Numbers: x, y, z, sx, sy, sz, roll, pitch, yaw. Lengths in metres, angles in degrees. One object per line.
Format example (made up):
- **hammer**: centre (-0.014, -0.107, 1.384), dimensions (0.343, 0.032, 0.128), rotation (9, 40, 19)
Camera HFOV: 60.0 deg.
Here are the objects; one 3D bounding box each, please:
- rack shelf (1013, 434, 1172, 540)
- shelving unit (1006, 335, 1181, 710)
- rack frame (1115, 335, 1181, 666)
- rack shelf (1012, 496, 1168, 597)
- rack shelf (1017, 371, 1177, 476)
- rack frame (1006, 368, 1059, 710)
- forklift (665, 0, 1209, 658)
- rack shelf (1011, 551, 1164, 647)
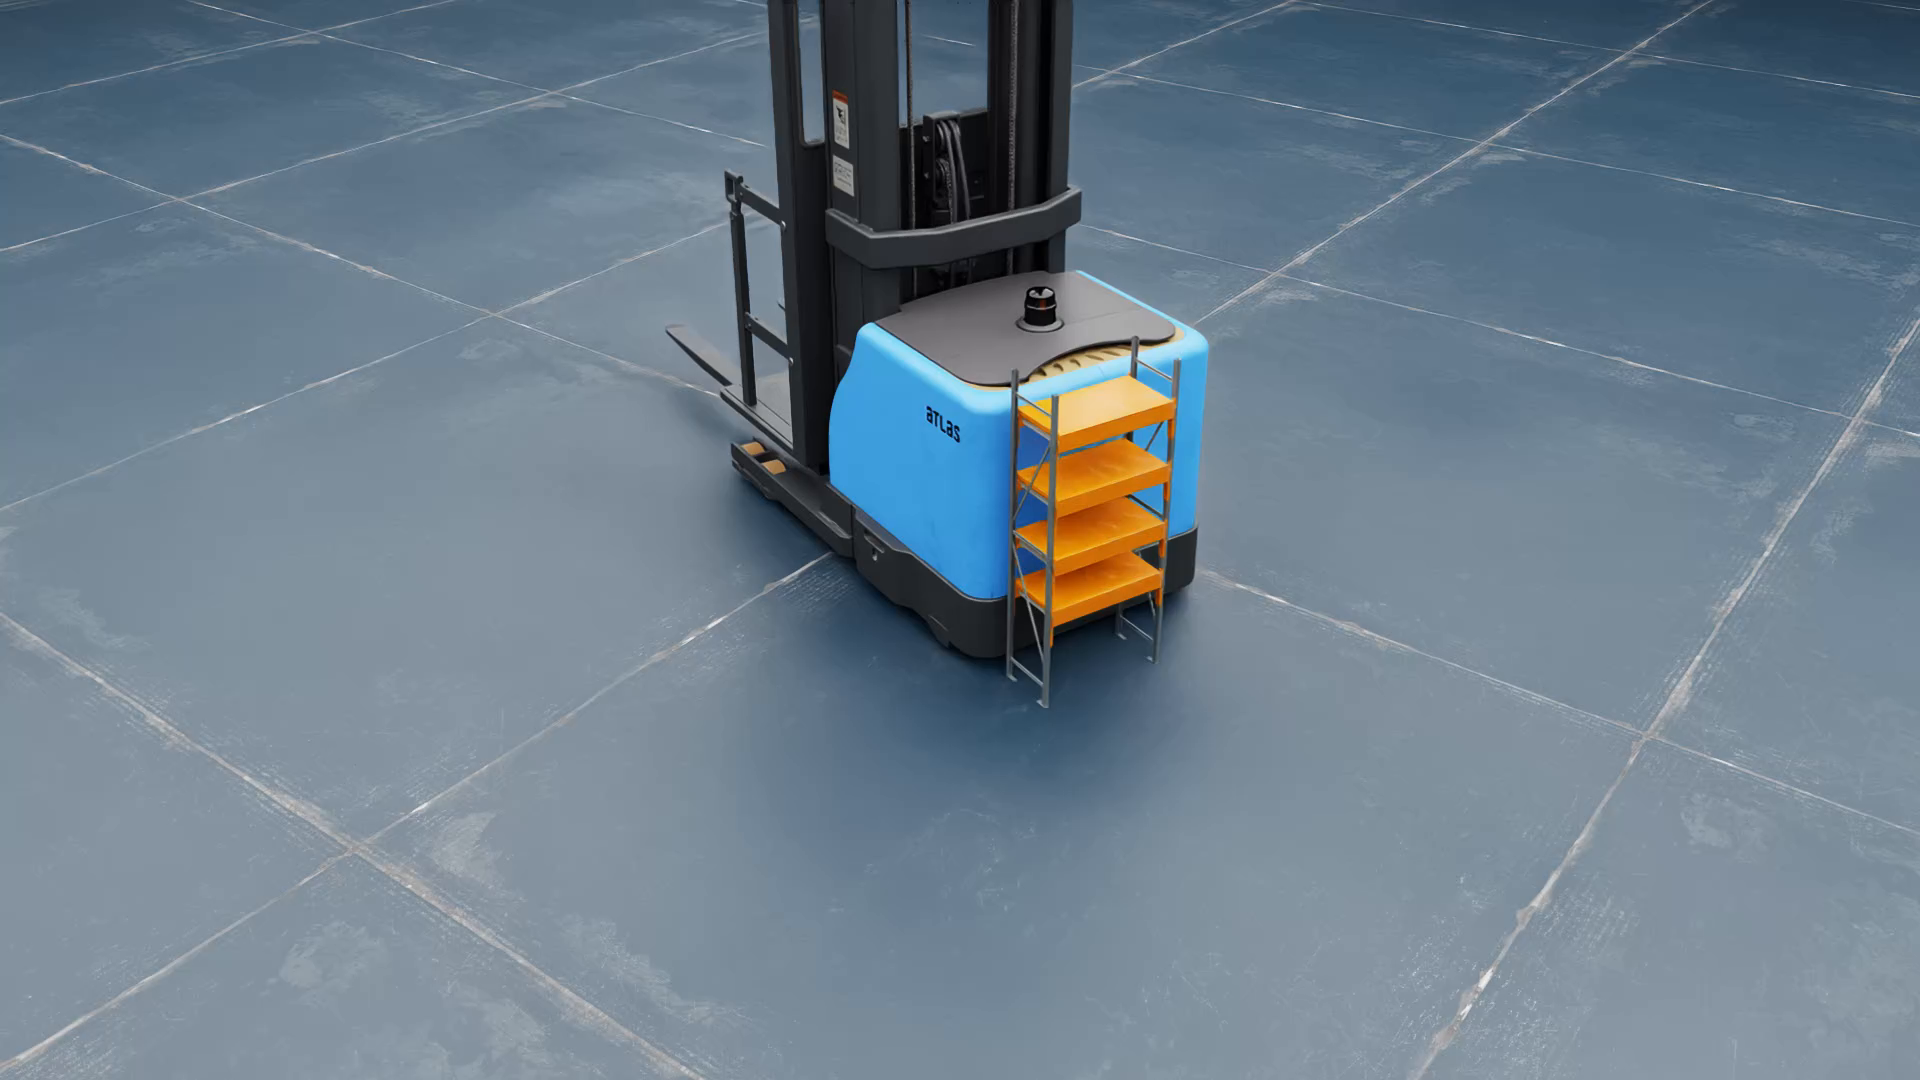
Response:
- **rack shelf**: centre (0.441, -0.184, 5.577), dimensions (0.480, 0.148, 0.258), rotation (-18, 35, -28)
- **shelving unit**: centre (0.441, -0.050, 5.657), dimensions (0.503, 1.200, 0.258), rotation (-18, 35, -28)
- **rack frame**: centre (0.645, -0.117, 5.771), dimensions (0.015, 1.200, 0.240), rotation (-18, 35, -28)
- **rack shelf**: centre (0.441, 0.008, 5.691), dimensions (0.480, 0.148, 0.258), rotation (-18, 35, -28)
- **rack shelf**: centre (0.441, -0.388, 5.456), dimensions (0.480, 0.148, 0.258), rotation (-18, 35, -28)
- **rack frame**: centre (0.236, 0.018, 5.542), dimensions (0.015, 1.200, 0.240), rotation (-18, 35, -28)
- **forklift**: centre (-0.326, -1.551, 6.493), dimensions (1.130, 2.935, 3.031), rotation (-18, 35, -28)
- **rack shelf**: centre (0.440, 0.179, 5.792), dimensions (0.480, 0.148, 0.258), rotation (-18, 35, -28)
